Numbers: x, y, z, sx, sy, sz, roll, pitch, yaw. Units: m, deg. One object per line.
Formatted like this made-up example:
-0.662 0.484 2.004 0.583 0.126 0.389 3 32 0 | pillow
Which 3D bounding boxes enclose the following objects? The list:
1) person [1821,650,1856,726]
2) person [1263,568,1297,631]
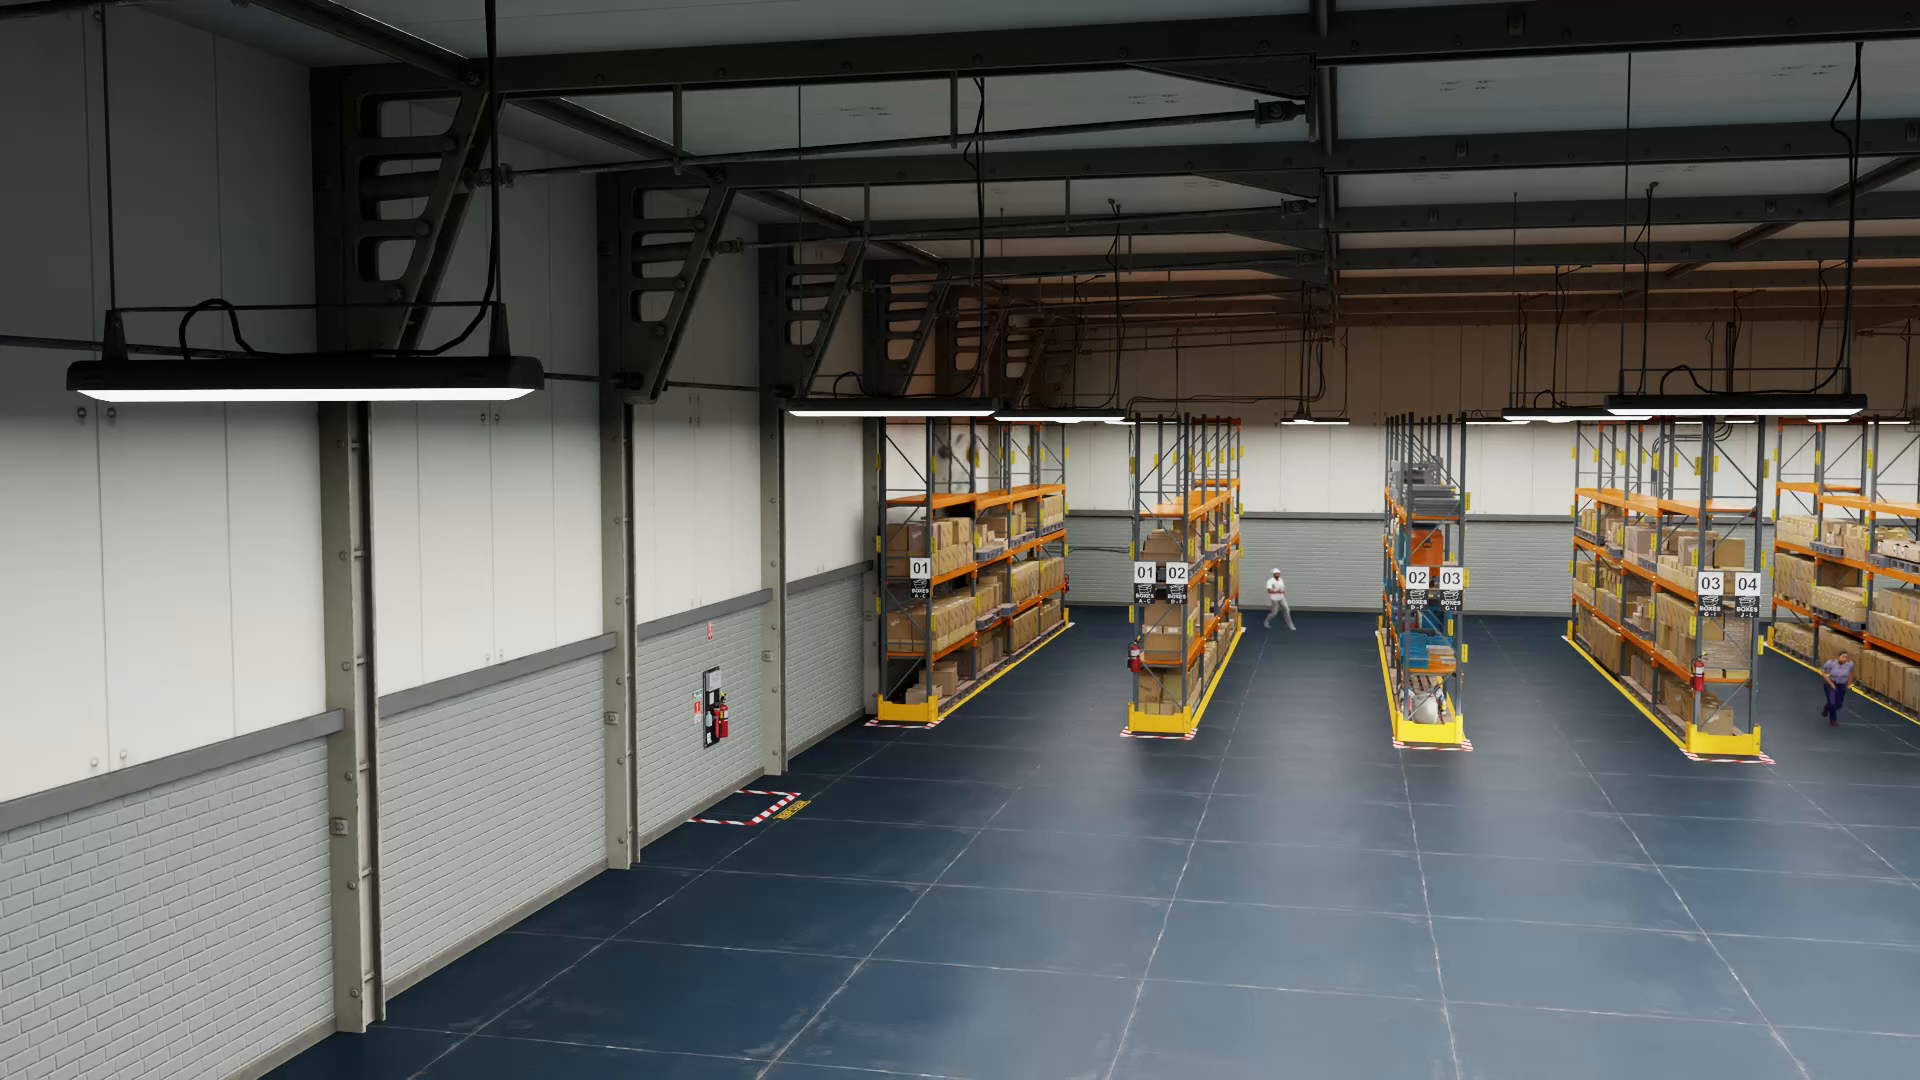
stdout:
16.870 2.829 32.007 0.624 1.505 0.850 1 4 8 | person
8.940 1.663 46.800 0.709 1.738 1.001 -3 5 -35 | person
